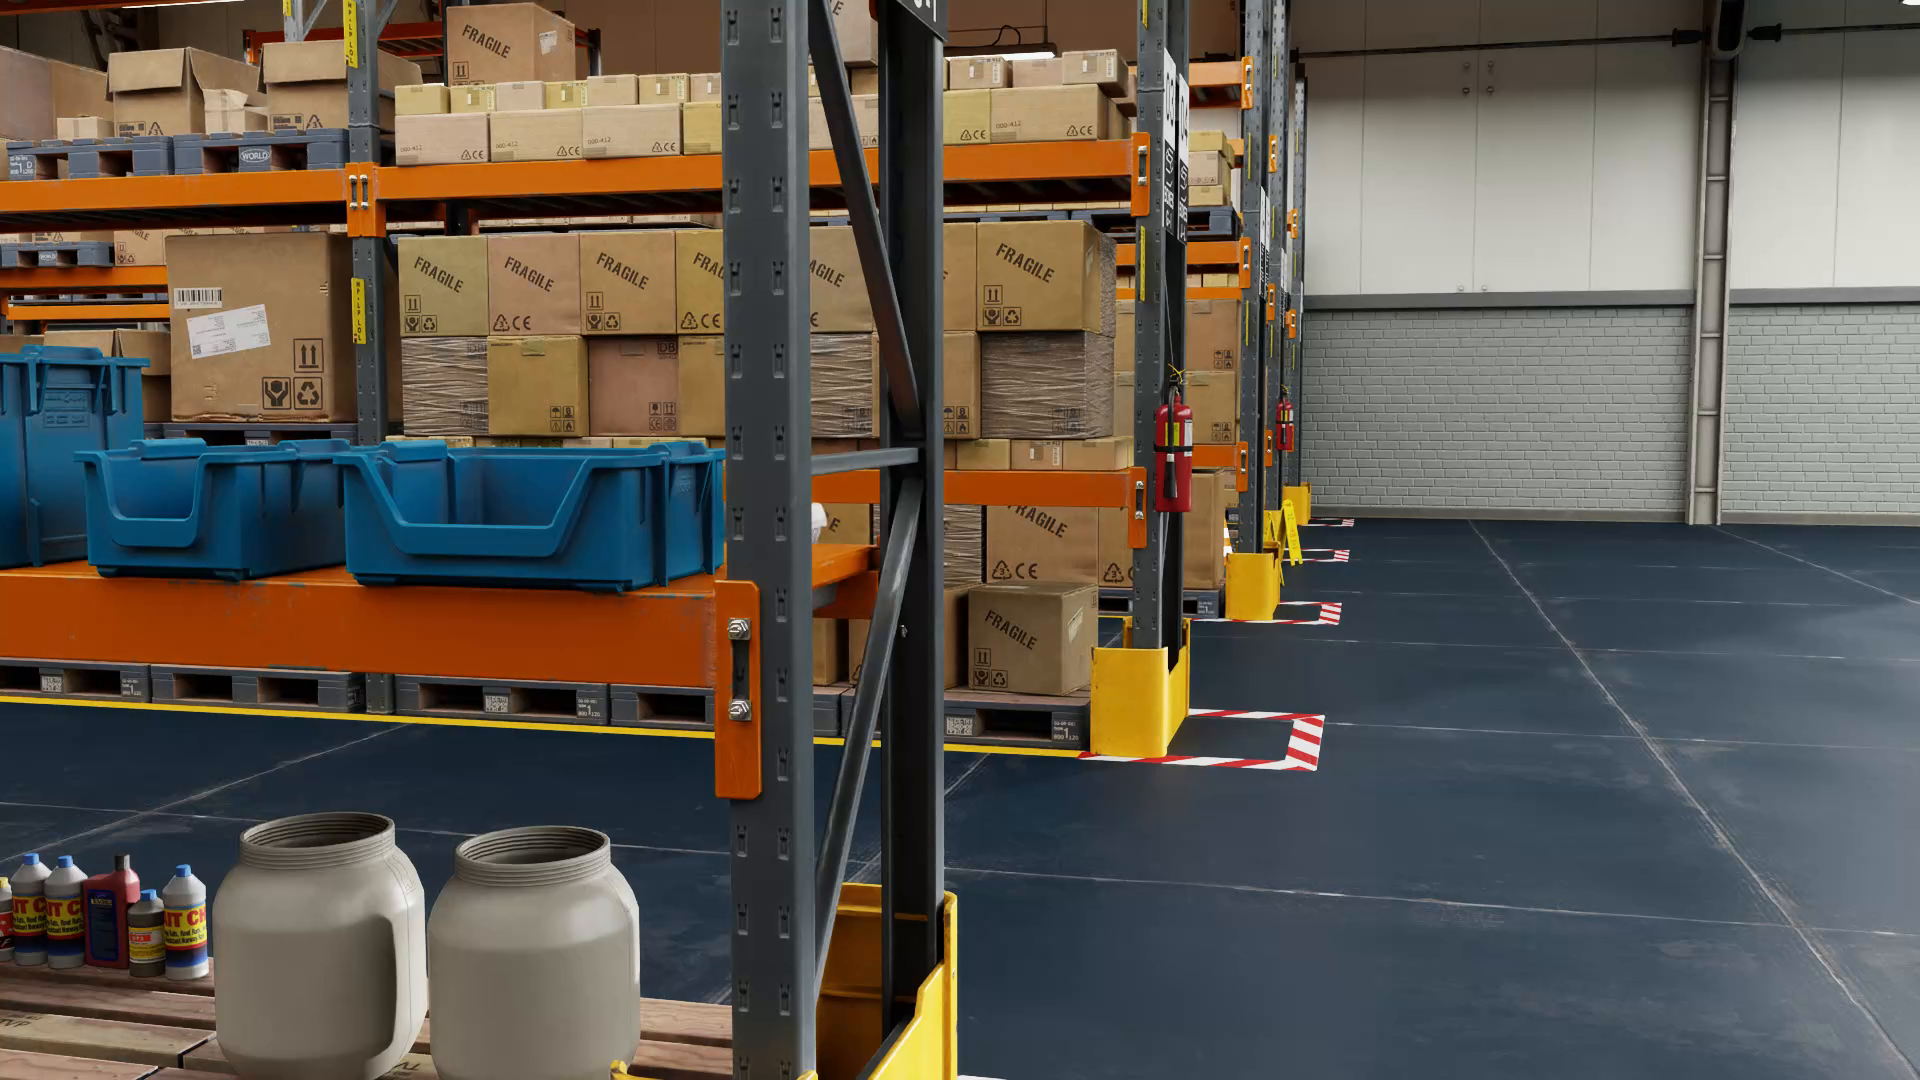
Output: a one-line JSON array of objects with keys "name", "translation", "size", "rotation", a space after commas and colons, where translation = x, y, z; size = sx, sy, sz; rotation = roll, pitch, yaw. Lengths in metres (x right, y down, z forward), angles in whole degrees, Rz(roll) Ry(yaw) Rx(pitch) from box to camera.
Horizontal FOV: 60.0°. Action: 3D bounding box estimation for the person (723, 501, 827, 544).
[{"name": "person", "translation": [-1.321, 0.120, 10.512], "size": [0.947, 1.265, 0.502], "rotation": [1, 5, 11]}]
